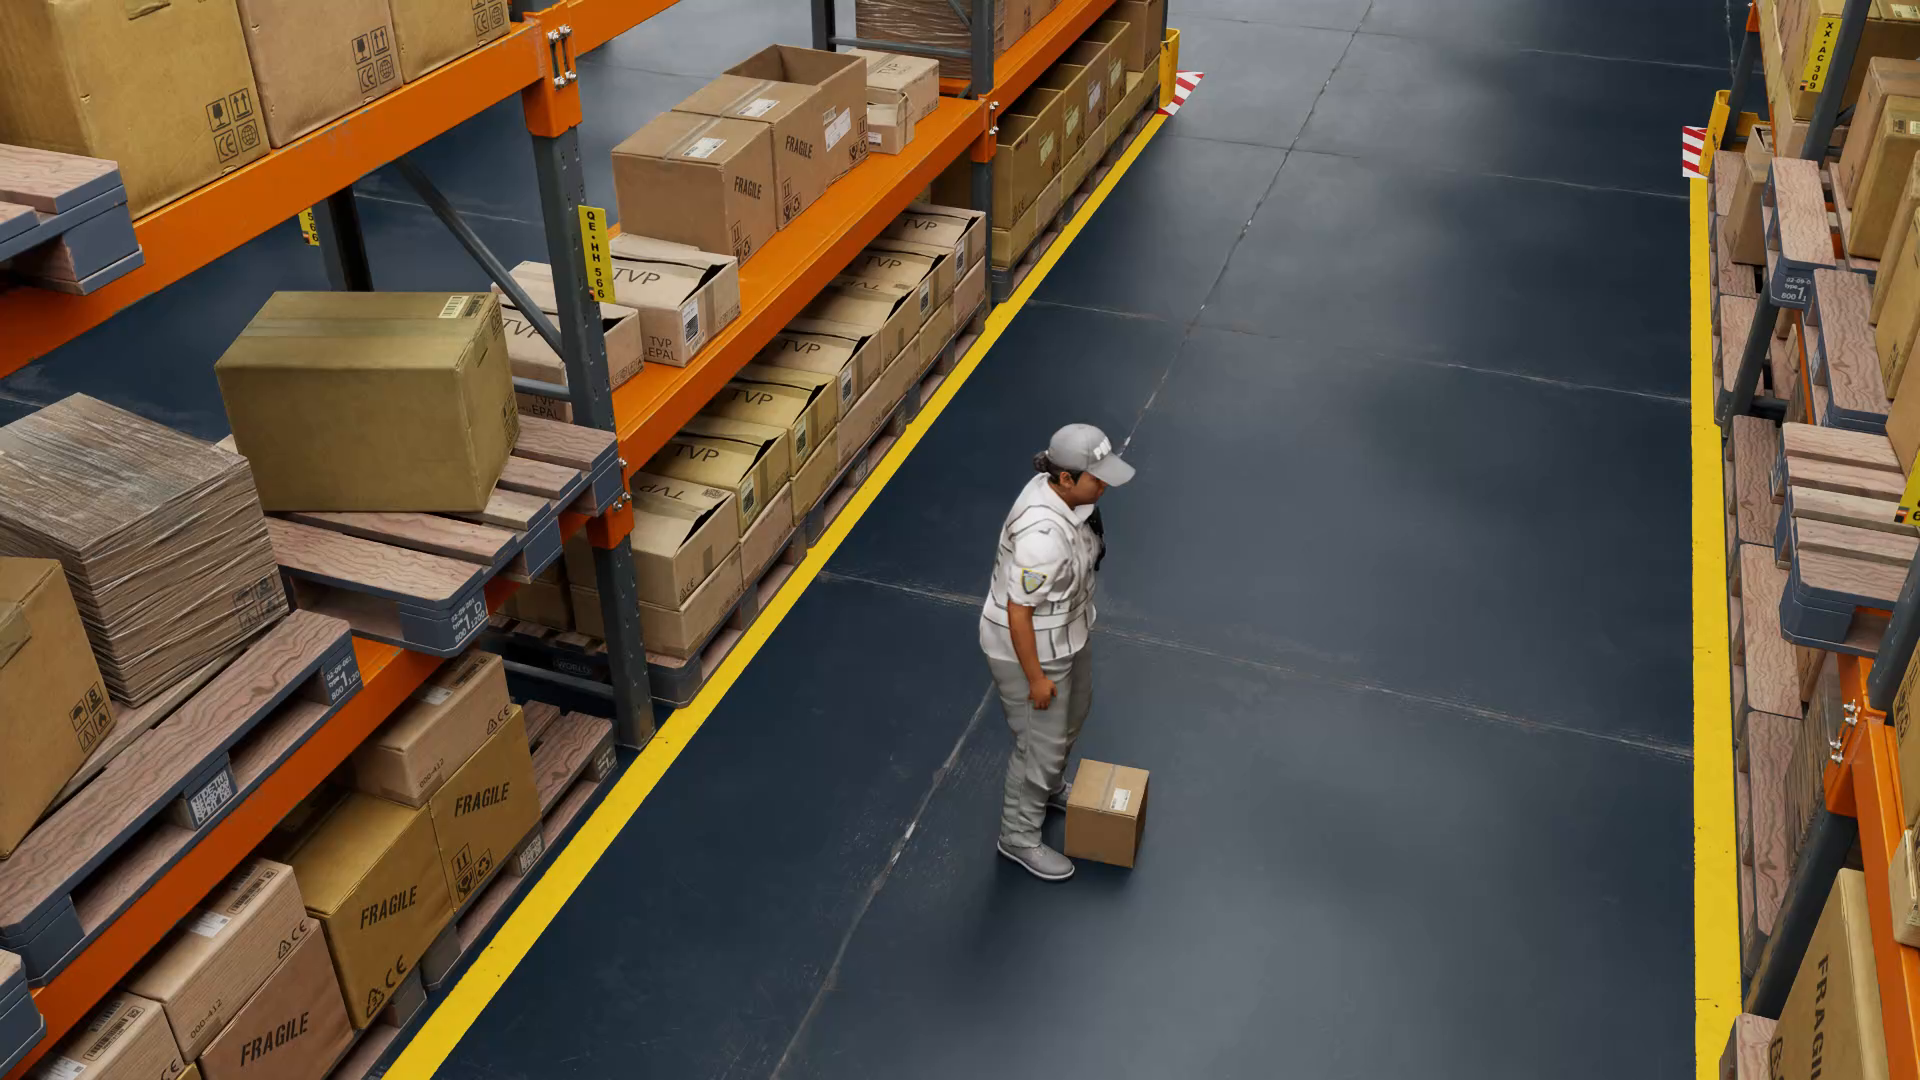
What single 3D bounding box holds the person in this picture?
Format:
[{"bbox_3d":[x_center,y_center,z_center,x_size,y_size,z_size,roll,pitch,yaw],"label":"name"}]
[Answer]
[{"bbox_3d":[0.315,0.347,5.608,0.465,1.666,0.538,11,35,17],"label":"person"}]
